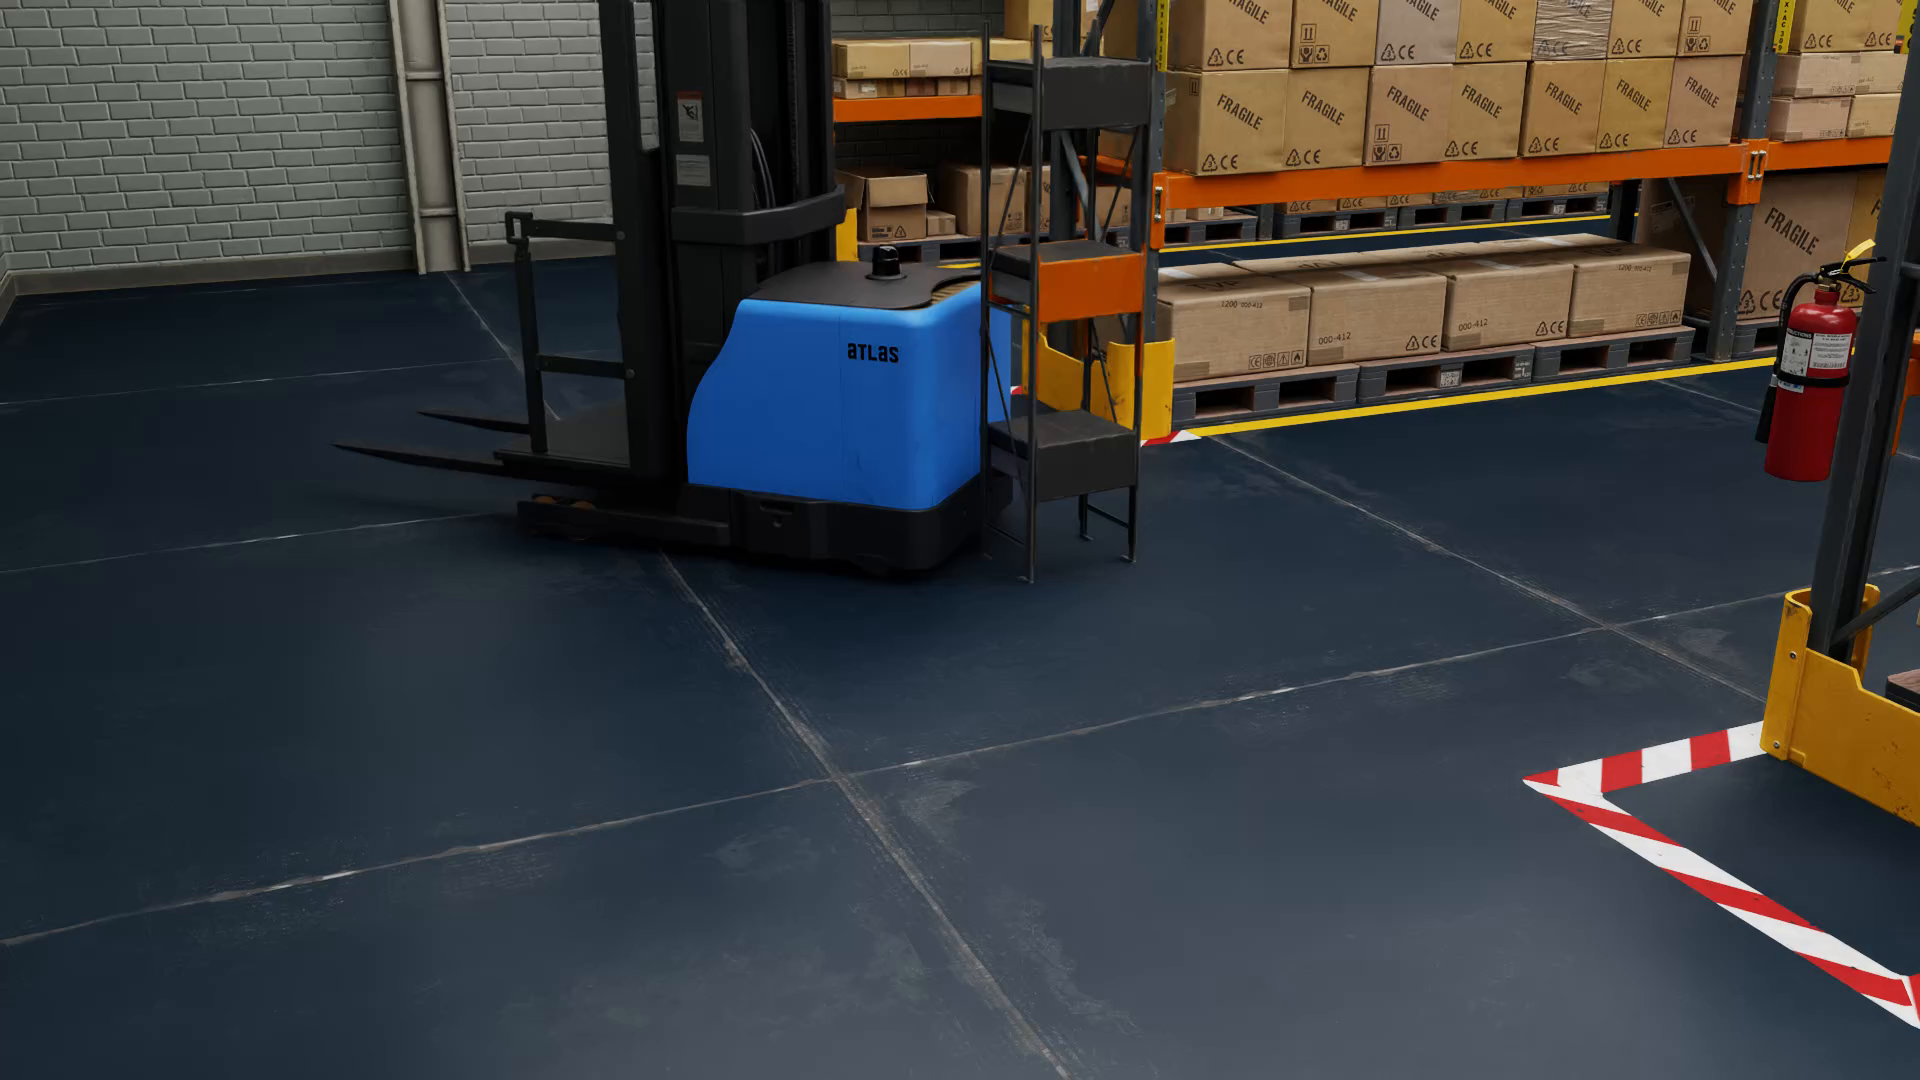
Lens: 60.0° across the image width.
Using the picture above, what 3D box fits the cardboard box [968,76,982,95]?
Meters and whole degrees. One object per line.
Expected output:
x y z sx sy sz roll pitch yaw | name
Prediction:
0.121 -3.605 13.122 0.250 0.149 0.380 -8 21 -21 | cardboard box

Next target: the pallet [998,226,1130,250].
0.690 -2.579 14.029 1.213 0.211 1.003 -8 21 -22 | pallet

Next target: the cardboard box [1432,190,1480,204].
4.399 -3.364 15.190 0.500 0.500 0.500 -9 21 -24 | cardboard box

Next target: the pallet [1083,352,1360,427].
1.442 -0.920 9.318 1.213 0.211 1.003 -8 21 -22 | pallet

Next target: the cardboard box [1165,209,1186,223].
1.719 -2.845 14.069 0.258 0.266 0.396 -7 21 -20 | cardboard box

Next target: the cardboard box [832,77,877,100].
-0.820 -3.461 12.713 0.250 0.149 0.380 -8 21 -22 | cardboard box

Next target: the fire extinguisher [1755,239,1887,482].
2.379 -0.506 4.620 0.183 0.674 0.296 -8 21 -22 | fire extinguisher

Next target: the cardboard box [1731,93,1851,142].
4.921 -2.539 9.944 0.500 0.250 0.500 -9 21 -23 | cardboard box

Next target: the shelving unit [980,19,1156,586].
0.398 -0.911 6.447 0.503 2.100 0.431 -11 22 -27 | shelving unit

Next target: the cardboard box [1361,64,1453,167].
2.221 -2.266 8.790 0.500 0.500 0.500 -8 21 -22 | cardboard box

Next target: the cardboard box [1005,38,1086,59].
0.681 -3.875 13.288 0.500 0.250 0.500 -9 21 -23 | cardboard box

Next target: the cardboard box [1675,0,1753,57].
4.088 -3.005 9.385 0.500 0.500 0.500 -8 21 -22 | cardboard box

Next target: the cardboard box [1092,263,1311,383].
1.306 -1.214 9.178 0.875 0.438 0.875 -9 21 -24 | cardboard box

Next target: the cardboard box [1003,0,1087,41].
0.670 -4.218 13.134 0.500 0.500 0.500 -8 21 -21 | cardboard box

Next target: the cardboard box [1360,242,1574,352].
2.971 -1.455 9.862 0.875 0.438 0.875 -9 21 -24 | cardboard box

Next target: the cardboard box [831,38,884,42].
-0.913 -3.831 13.163 0.500 0.250 0.500 -8 21 -20 | cardboard box

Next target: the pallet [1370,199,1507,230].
4.296 -3.111 15.540 1.213 0.211 1.003 -8 21 -22 | pallet

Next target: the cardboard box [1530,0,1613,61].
3.155 -2.871 9.004 0.500 0.500 0.500 -8 21 -21 | cardboard box

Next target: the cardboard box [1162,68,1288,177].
1.294 -2.129 8.403 0.500 0.500 0.500 -8 21 -22 | cardboard box

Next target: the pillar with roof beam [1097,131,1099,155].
3.151 -5.846 10.076 0.400 9.000 9.100 -8 21 -22 | pillar with roof beam

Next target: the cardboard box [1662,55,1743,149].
4.087 -2.541 9.572 0.500 0.500 0.500 -8 21 -21 | cardboard box

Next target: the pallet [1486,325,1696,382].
3.683 -1.241 10.230 1.213 0.211 1.003 -8 21 -22 | pallet

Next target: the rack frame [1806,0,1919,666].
2.793 -0.610 4.239 0.127 3.000 1.000 -8 21 -22 | rack frame

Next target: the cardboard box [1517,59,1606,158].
3.161 -2.401 9.174 0.500 0.500 0.500 -8 21 -23 | cardboard box

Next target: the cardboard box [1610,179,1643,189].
6.693 -3.828 16.321 0.625 0.625 0.875 -7 21 -20 | cardboard box

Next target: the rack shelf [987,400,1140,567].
0.398 -0.237 6.684 0.480 0.518 0.431 -11 22 -27 | rack shelf

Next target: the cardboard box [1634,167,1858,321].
4.950 -1.935 10.567 0.875 0.875 0.875 -7 21 -20 | cardboard box

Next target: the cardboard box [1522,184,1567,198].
5.348 -3.507 15.598 0.500 0.500 0.500 -8 21 -23 | cardboard box

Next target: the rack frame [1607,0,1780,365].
4.412 -2.633 9.983 0.127 3.000 1.000 -8 21 -22 | rack frame

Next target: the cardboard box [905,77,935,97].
-0.377 -3.554 12.977 0.250 0.149 0.380 -8 21 -23 | cardboard box

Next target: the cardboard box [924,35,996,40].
0.017 -3.962 13.536 0.500 0.250 0.500 -7 21 -20 | cardboard box

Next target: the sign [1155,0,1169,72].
0.953 -2.382 7.849 0.005 0.325 0.100 -8 21 -22 | sign

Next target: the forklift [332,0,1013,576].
-1.338 -1.531 6.958 3.031 2.935 1.130 7 21 20 | forklift

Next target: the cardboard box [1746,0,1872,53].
4.930 -3.122 9.716 0.500 0.500 0.500 -8 21 -21 | cardboard box

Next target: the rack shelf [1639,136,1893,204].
6.248 -2.557 10.850 4.000 0.370 1.077 -8 21 -22 | rack shelf

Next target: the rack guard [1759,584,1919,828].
2.862 0.559 4.683 0.348 0.500 1.175 -8 21 -22 | rack guard

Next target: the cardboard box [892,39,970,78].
-0.244 -3.733 12.886 0.500 0.250 0.500 -8 21 -21 | cardboard box

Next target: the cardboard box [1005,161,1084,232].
0.694 -2.830 13.675 0.500 0.500 0.500 -8 21 -21 | cardboard box

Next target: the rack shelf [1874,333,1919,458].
4.629 -0.534 5.106 4.000 0.370 1.077 -8 21 -22 | rack shelf

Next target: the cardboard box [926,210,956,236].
-0.226 -2.569 13.461 0.250 0.149 0.380 -9 21 -24 | cardboard box

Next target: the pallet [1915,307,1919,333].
6.213 -1.604 11.259 1.213 0.211 1.003 -8 21 -22 | pallet

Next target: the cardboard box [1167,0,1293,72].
1.293 -2.602 8.239 0.500 0.500 0.500 -9 21 -23 | cardboard box

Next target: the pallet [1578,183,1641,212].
6.887 -3.453 16.512 1.213 0.211 1.003 -8 21 -22 | pallet

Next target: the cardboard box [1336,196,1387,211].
3.461 -3.233 14.819 0.500 0.500 0.500 -8 21 -23 | cardboard box

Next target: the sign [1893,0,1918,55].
2.591 -1.478 4.483 0.005 0.325 0.100 -8 21 -22 | sign

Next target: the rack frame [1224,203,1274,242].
2.442 -4.146 14.281 0.127 3.000 1.000 -8 21 -22 | rack frame

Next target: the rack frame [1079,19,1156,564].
0.611 -0.950 6.559 0.015 2.100 0.400 -11 22 -27 | rack frame

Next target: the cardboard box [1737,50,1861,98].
4.928 -2.770 9.845 0.500 0.250 0.500 -9 21 -23 | cardboard box

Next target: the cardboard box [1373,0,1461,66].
2.234 -2.742 8.637 0.500 0.500 0.500 -8 21 -22 | cardboard box
